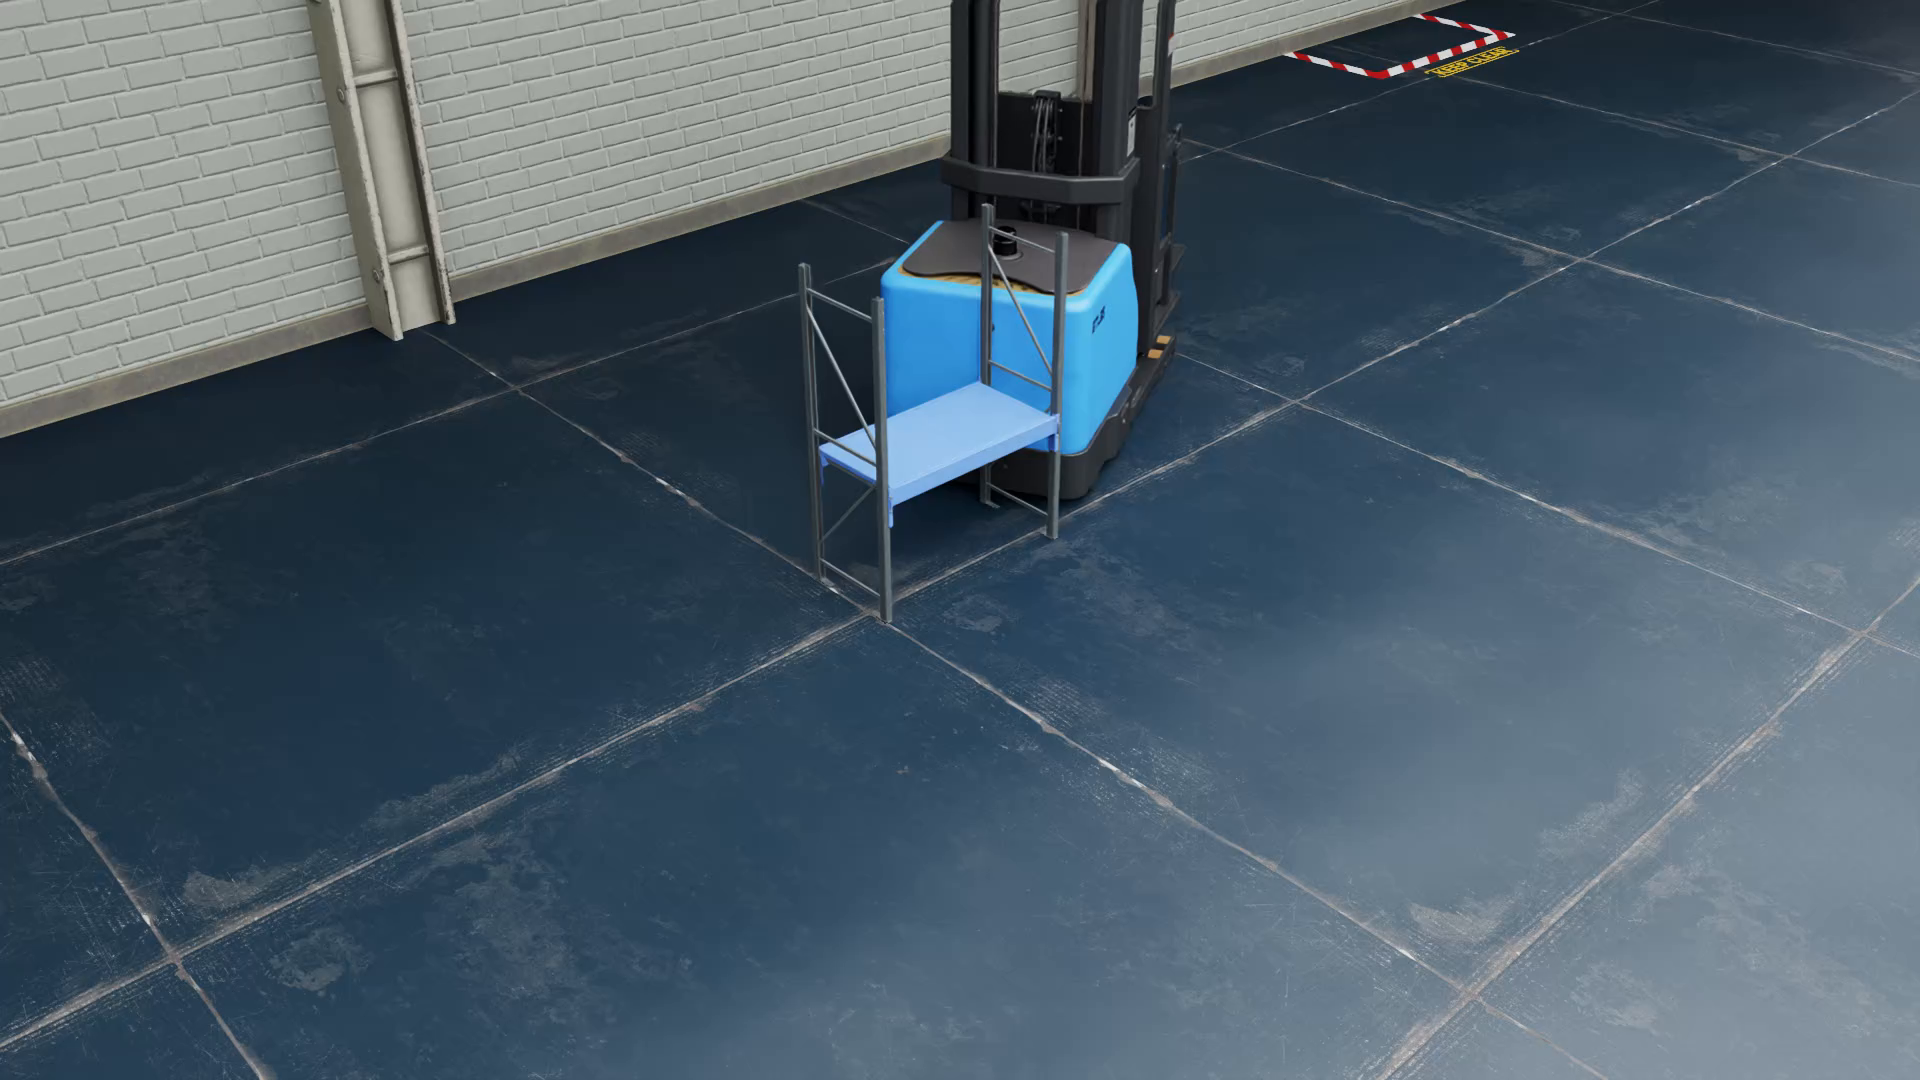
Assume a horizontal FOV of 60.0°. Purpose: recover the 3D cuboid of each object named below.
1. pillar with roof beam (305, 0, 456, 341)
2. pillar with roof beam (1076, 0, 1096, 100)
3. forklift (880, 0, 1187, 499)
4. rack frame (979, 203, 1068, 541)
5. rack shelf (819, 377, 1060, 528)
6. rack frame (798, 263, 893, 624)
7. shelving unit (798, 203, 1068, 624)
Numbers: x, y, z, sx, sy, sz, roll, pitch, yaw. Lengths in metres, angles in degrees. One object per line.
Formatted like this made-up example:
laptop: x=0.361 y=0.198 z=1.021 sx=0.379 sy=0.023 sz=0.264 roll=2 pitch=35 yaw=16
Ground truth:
pillar with roof beam: x=-0.308 y=-3.474 z=4.806 sx=0.400 sy=9.000 sz=9.100 roll=-26 pitch=40 yaw=-35
pillar with roof beam: x=4.092 y=-5.602 z=8.286 sx=0.400 sy=9.000 sz=9.100 roll=-26 pitch=40 yaw=-35
forklift: x=0.581 y=-2.202 z=8.541 sx=1.130 sy=2.935 sz=3.031 roll=10 pitch=33 yaw=16
rack frame: x=0.275 y=-0.737 z=7.517 sx=0.032 sy=1.500 sz=0.500 roll=-26 pitch=40 yaw=-35
rack shelf: x=-0.099 y=-0.404 z=7.317 sx=1.000 sy=0.185 sz=0.538 roll=-26 pitch=40 yaw=-35
rack frame: x=-0.472 y=-0.377 z=6.929 sx=0.032 sy=1.500 sz=0.500 roll=-26 pitch=40 yaw=-35
shelving unit: x=-0.099 y=-0.557 z=7.223 sx=1.048 sy=1.500 sz=0.538 roll=-26 pitch=40 yaw=-35
